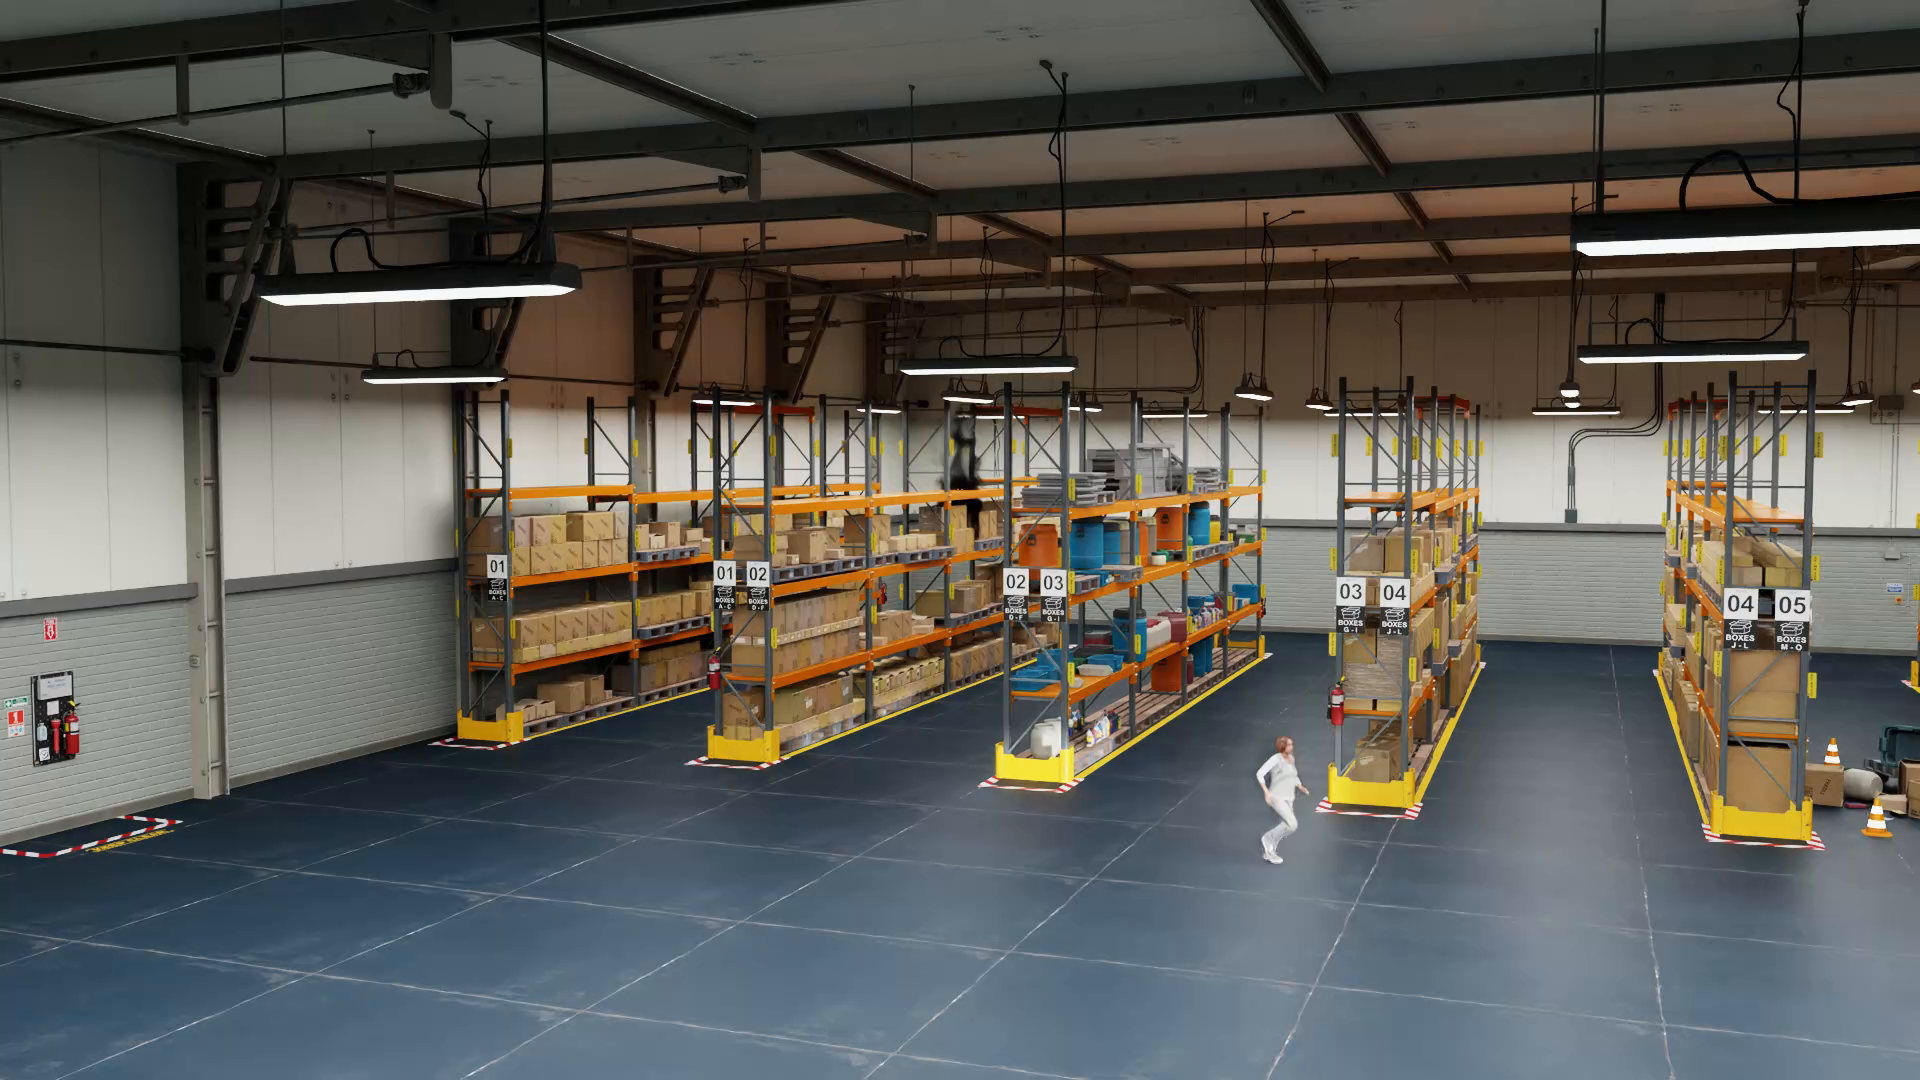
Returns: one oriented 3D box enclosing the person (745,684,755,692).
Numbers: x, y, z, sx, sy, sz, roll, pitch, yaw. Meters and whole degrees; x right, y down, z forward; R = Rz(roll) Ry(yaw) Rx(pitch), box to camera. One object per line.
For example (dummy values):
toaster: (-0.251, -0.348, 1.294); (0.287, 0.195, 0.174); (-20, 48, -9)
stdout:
person: (-3.656, 2.492, 30.404); (0.570, 1.777, 0.849); (1, 3, 11)

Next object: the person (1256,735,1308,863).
person: (3.882, 3.121, 19.958); (0.517, 1.557, 0.628); (-3, 4, -44)
